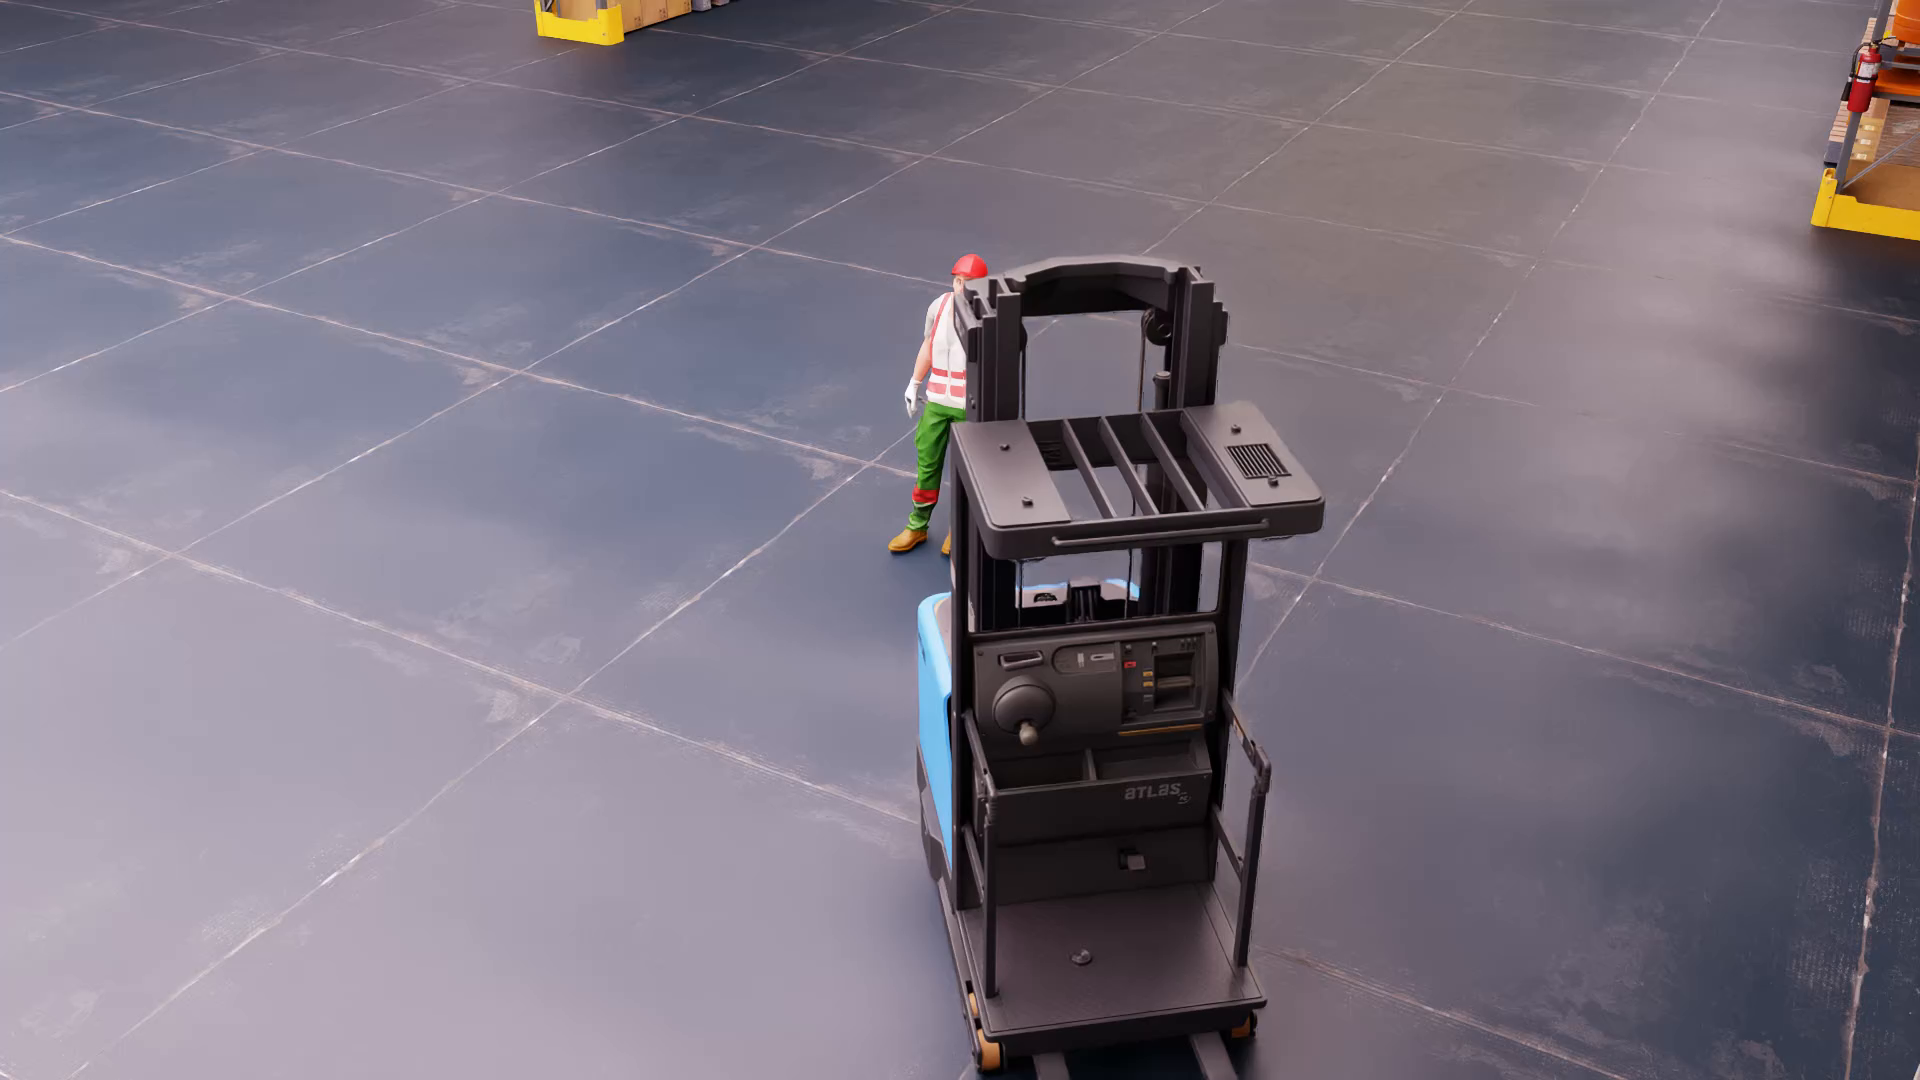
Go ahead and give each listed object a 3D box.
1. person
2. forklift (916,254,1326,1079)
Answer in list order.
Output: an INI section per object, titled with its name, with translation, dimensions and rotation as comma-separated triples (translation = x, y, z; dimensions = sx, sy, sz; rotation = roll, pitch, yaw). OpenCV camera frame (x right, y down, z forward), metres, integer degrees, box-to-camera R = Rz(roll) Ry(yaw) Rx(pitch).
[person]
translation = -0.049, -0.749, 9.496
dimensions = 0.638, 1.787, 0.564
rotation = 15, 33, 25
[forklift]
translation = 0.551, 0.589, 6.050
dimensions = 1.130, 2.935, 3.031
rotation = -5, 30, -8
